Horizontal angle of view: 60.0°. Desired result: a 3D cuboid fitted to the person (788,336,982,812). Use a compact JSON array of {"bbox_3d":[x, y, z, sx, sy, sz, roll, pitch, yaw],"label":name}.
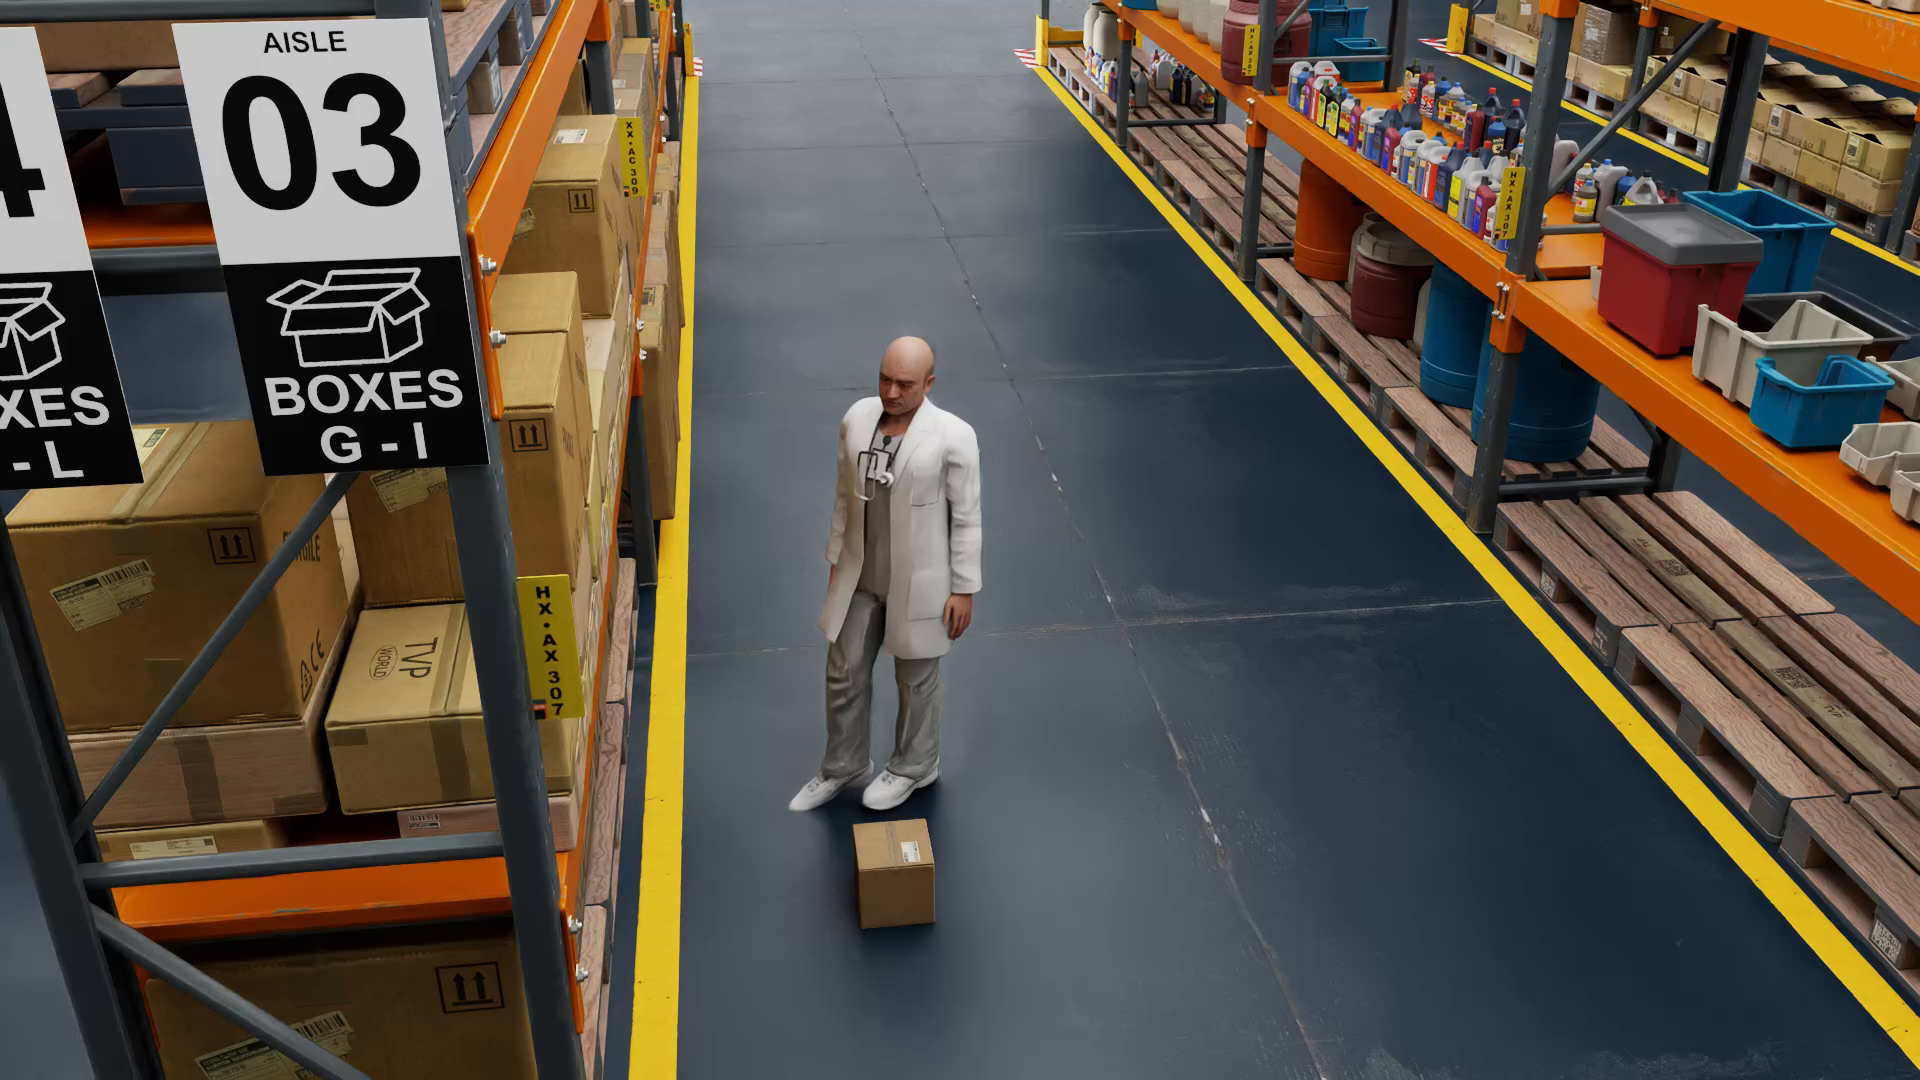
[{"bbox_3d":[-0.263,0.181,5.799,0.636,1.820,0.481,13,30,25],"label":"person"}]
